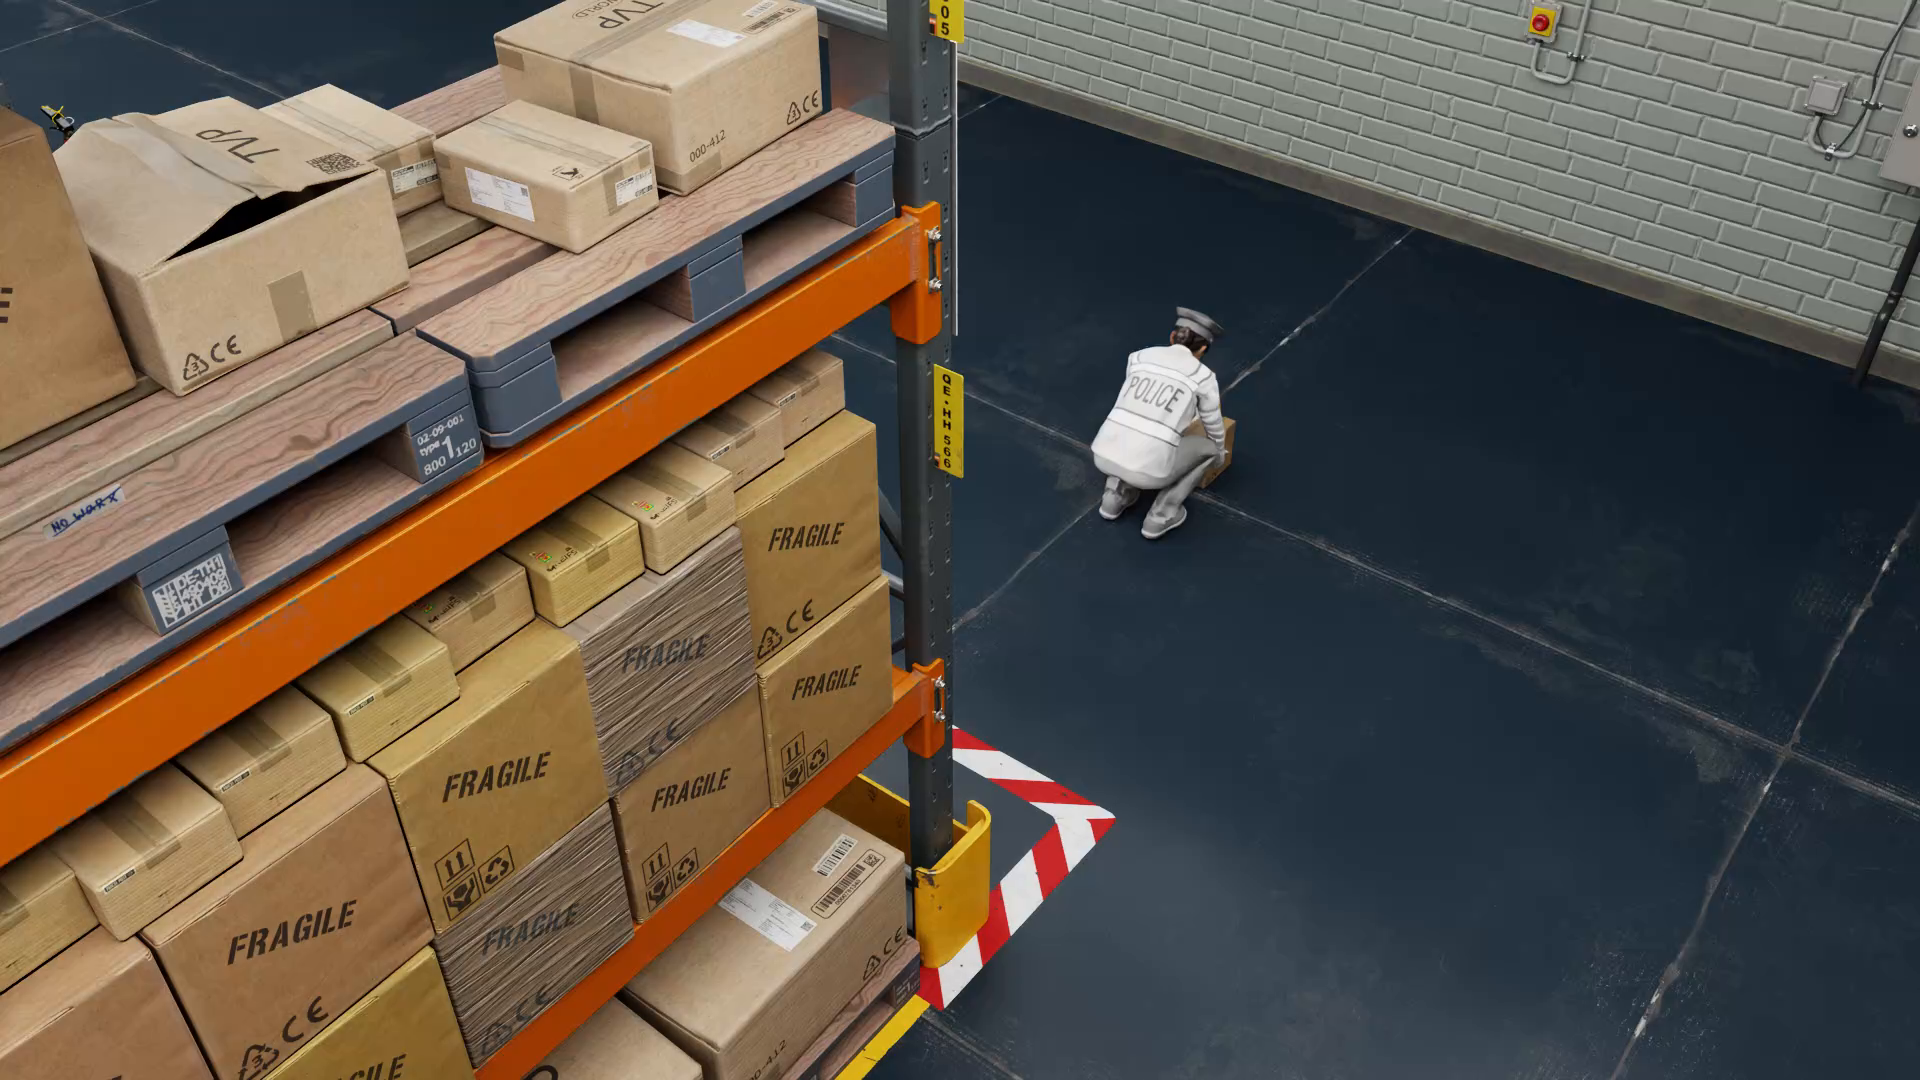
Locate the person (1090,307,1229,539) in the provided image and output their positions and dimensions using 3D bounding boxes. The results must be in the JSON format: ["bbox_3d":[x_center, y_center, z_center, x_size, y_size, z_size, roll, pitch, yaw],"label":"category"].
[{"bbox_3d":[0.910,-0.526,7.433,0.483,0.876,0.856,26,46,28],"label":"person"}]
